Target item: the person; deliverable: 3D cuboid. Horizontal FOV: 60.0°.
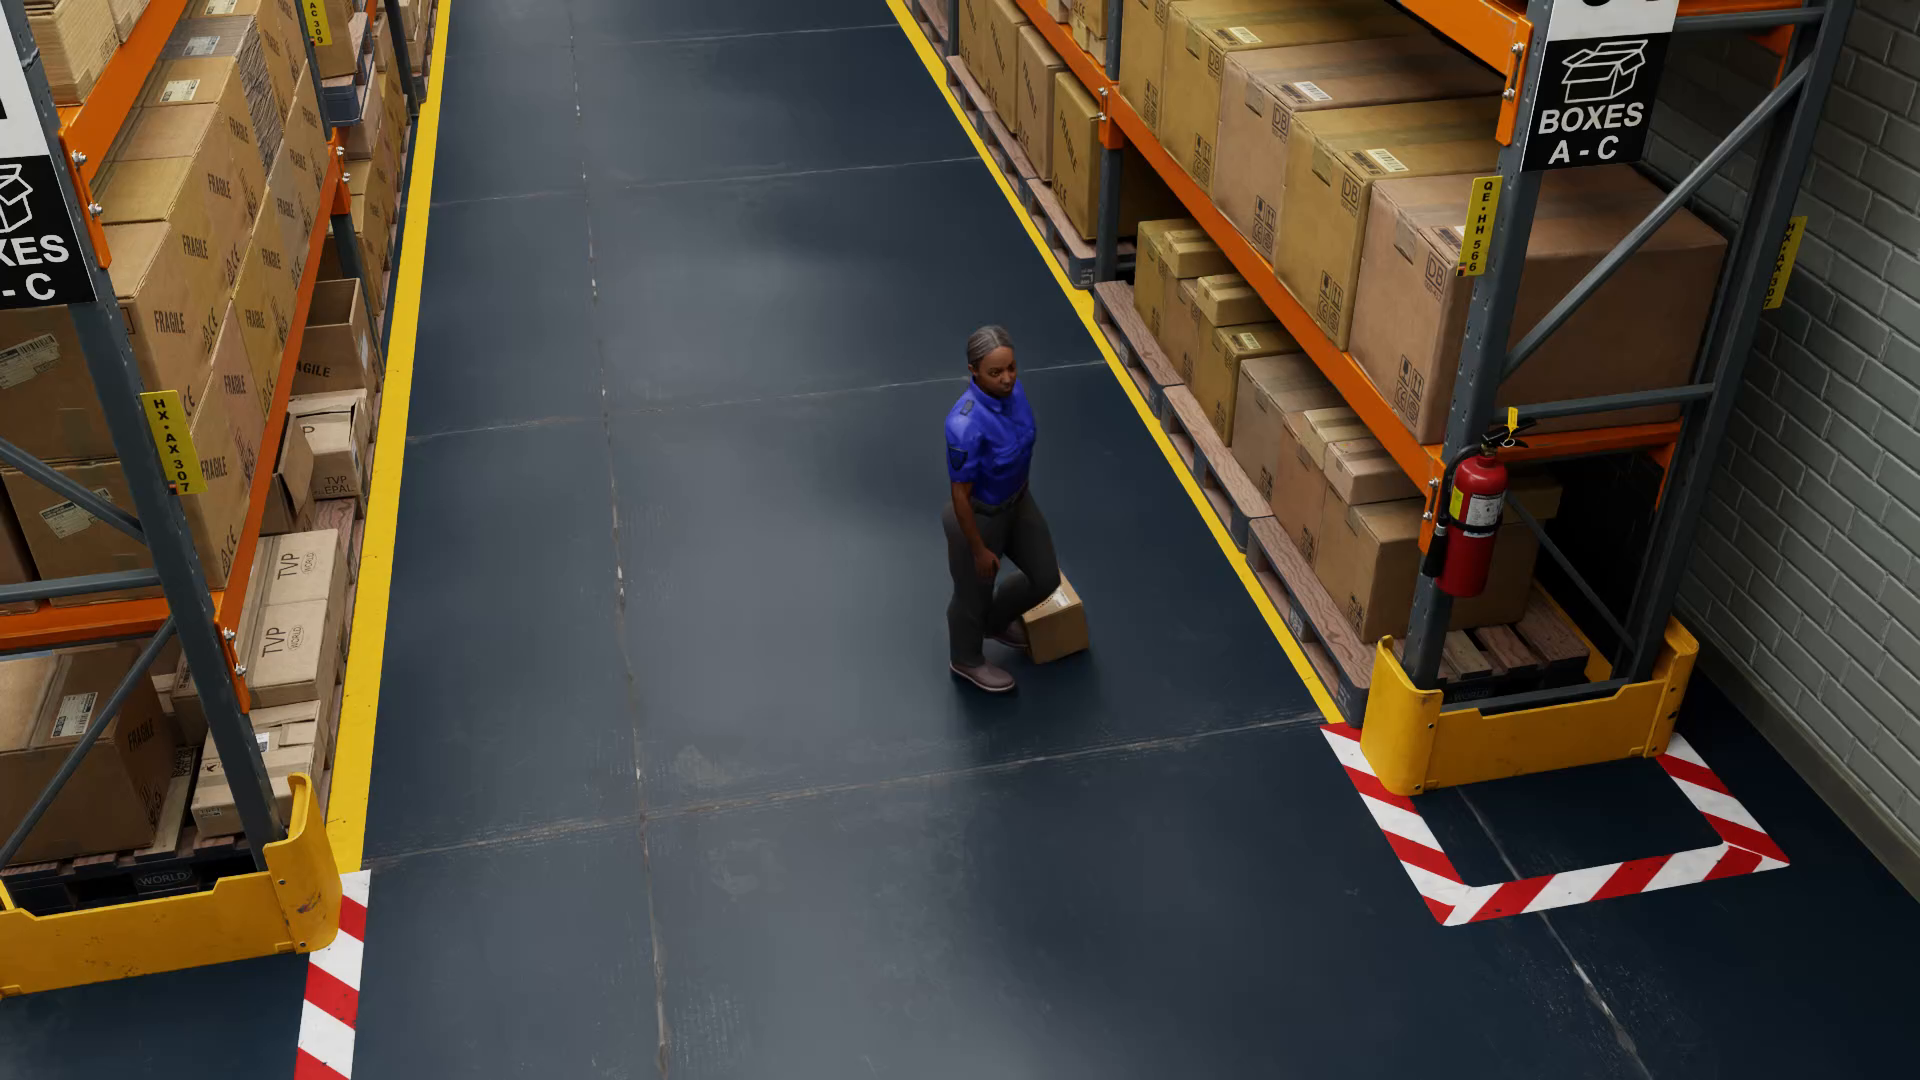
[{"bbox_3d":[0.141,-0.097,6.266,0.418,1.646,0.572,21,40,28],"label":"person"}]
